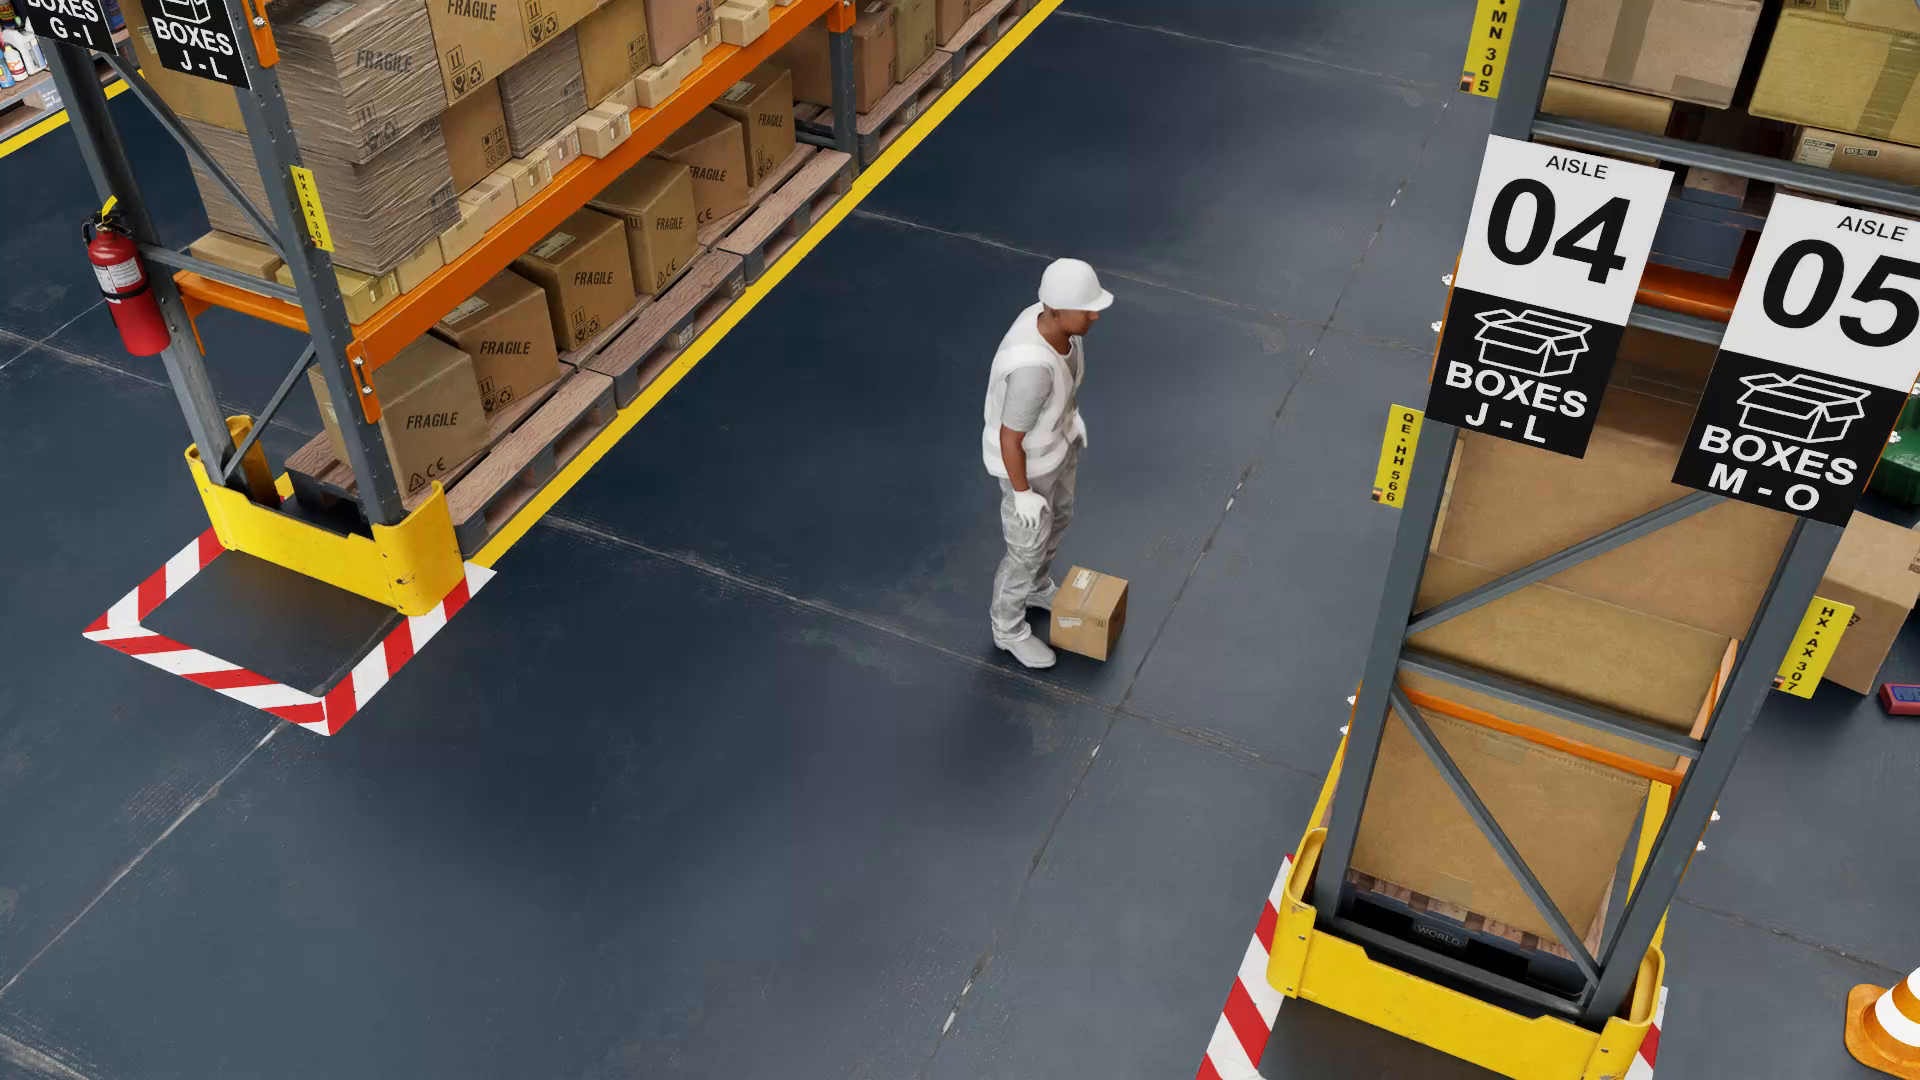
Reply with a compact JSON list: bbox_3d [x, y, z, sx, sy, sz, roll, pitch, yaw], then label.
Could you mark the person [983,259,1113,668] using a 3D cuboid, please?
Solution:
[{"bbox_3d":[0.330,-0.327,6.518,0.447,1.775,0.633,16,44,17],"label":"person"}]
